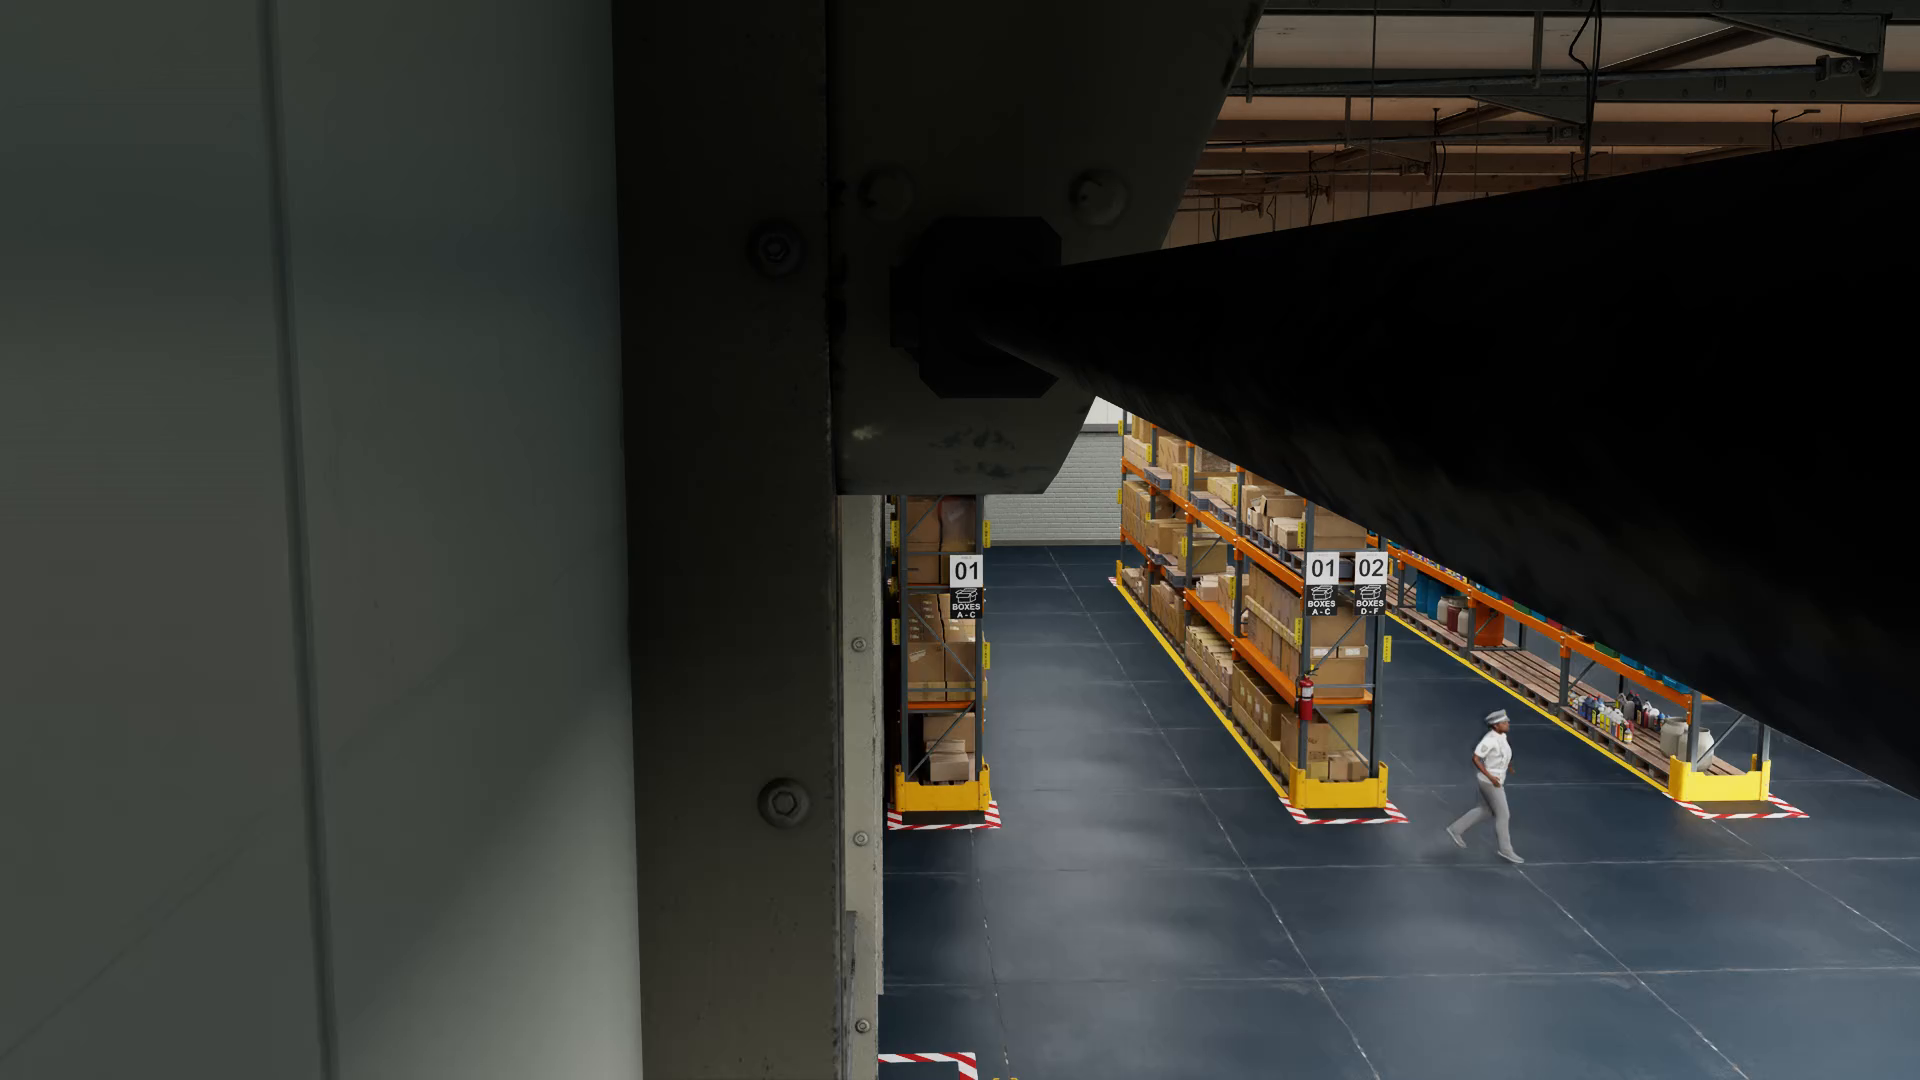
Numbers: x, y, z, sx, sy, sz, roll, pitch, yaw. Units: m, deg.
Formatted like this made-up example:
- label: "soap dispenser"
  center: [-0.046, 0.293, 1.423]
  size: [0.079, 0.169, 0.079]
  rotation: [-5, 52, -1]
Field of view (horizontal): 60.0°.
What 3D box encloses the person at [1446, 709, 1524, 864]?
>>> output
- label: "person"
  center: [5.963, 2.728, 18.761]
  size: [0.871, 1.713, 0.598]
  rotation: [4, 9, 26]
